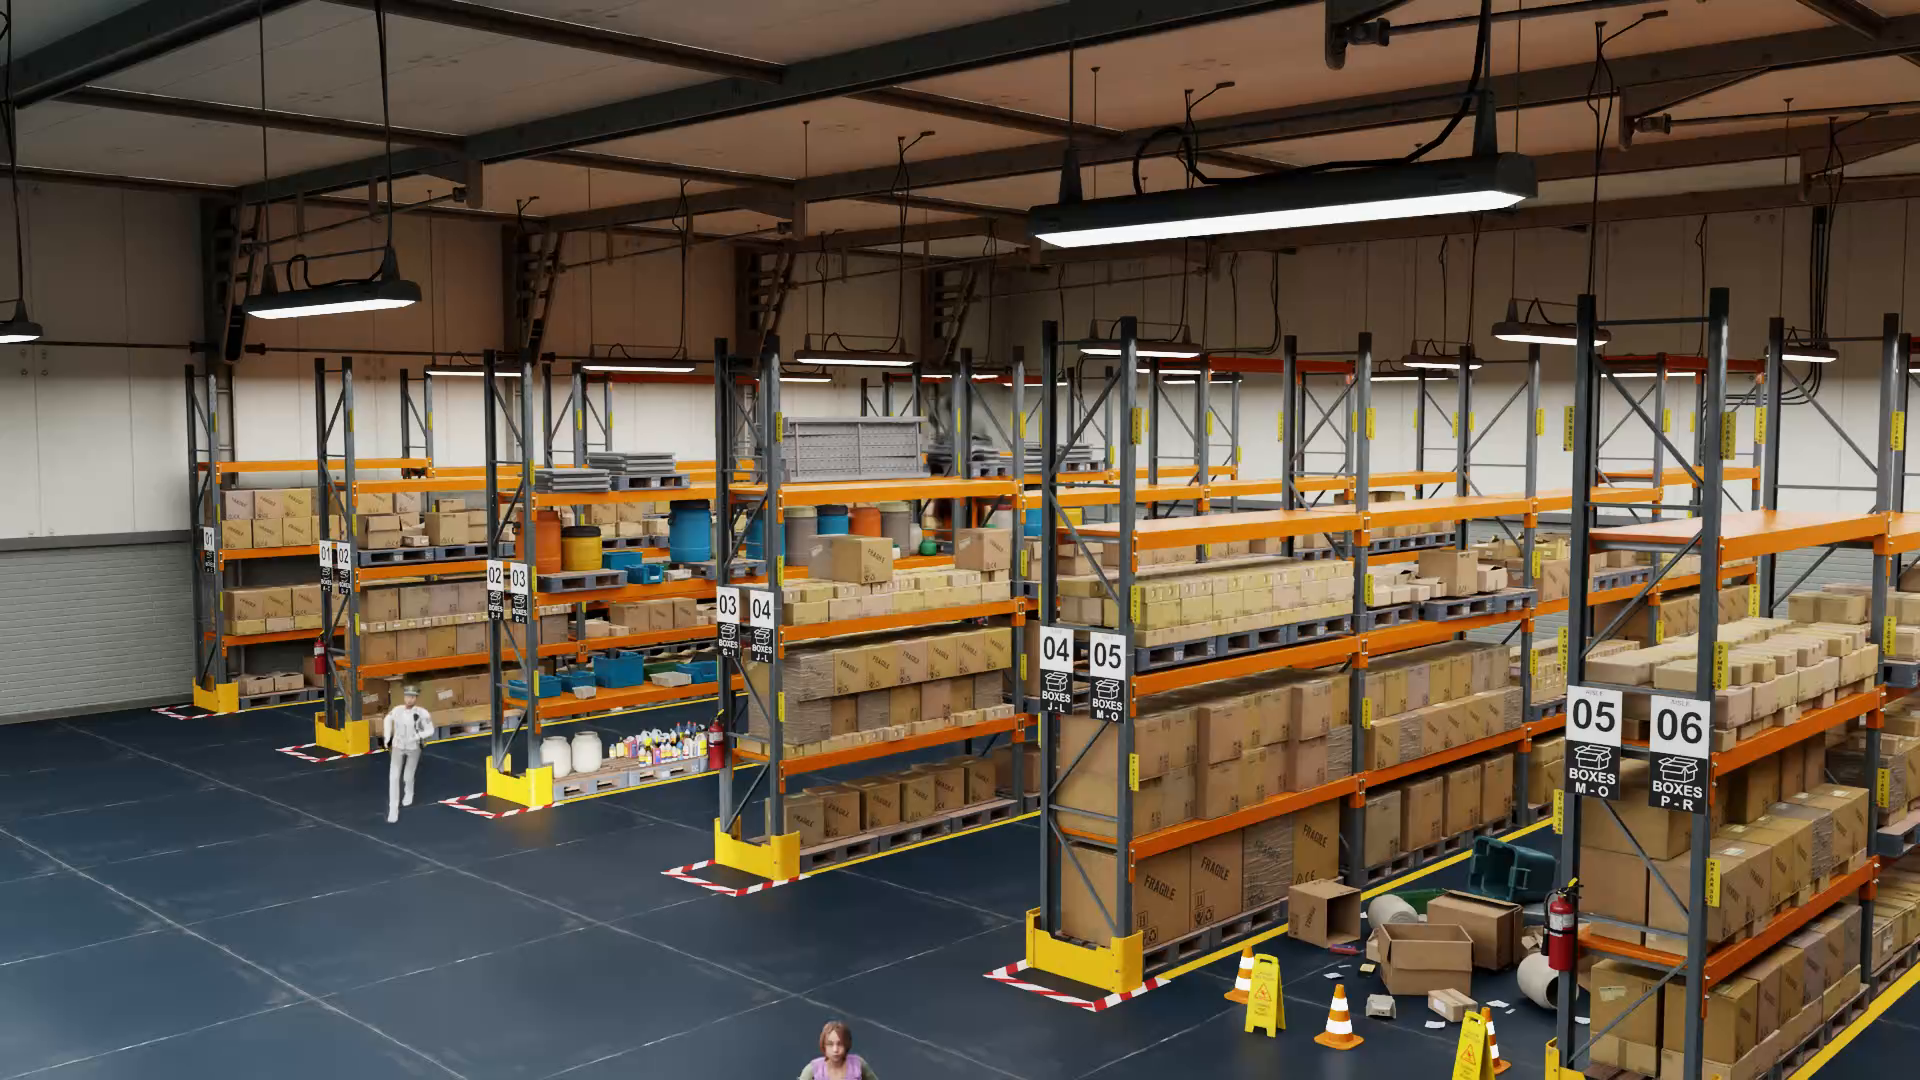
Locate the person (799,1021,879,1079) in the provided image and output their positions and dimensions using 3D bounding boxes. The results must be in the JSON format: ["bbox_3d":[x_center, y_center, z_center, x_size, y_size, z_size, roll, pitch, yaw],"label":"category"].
[{"bbox_3d":[-0.737,3.598,9.803,0.568,1.587,0.852,-1,4,-7],"label":"person"}]

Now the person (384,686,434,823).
[{"bbox_3d":[-7.089,2.707,21.381,0.648,1.711,0.883,-1,4,-9],"label":"person"}]
